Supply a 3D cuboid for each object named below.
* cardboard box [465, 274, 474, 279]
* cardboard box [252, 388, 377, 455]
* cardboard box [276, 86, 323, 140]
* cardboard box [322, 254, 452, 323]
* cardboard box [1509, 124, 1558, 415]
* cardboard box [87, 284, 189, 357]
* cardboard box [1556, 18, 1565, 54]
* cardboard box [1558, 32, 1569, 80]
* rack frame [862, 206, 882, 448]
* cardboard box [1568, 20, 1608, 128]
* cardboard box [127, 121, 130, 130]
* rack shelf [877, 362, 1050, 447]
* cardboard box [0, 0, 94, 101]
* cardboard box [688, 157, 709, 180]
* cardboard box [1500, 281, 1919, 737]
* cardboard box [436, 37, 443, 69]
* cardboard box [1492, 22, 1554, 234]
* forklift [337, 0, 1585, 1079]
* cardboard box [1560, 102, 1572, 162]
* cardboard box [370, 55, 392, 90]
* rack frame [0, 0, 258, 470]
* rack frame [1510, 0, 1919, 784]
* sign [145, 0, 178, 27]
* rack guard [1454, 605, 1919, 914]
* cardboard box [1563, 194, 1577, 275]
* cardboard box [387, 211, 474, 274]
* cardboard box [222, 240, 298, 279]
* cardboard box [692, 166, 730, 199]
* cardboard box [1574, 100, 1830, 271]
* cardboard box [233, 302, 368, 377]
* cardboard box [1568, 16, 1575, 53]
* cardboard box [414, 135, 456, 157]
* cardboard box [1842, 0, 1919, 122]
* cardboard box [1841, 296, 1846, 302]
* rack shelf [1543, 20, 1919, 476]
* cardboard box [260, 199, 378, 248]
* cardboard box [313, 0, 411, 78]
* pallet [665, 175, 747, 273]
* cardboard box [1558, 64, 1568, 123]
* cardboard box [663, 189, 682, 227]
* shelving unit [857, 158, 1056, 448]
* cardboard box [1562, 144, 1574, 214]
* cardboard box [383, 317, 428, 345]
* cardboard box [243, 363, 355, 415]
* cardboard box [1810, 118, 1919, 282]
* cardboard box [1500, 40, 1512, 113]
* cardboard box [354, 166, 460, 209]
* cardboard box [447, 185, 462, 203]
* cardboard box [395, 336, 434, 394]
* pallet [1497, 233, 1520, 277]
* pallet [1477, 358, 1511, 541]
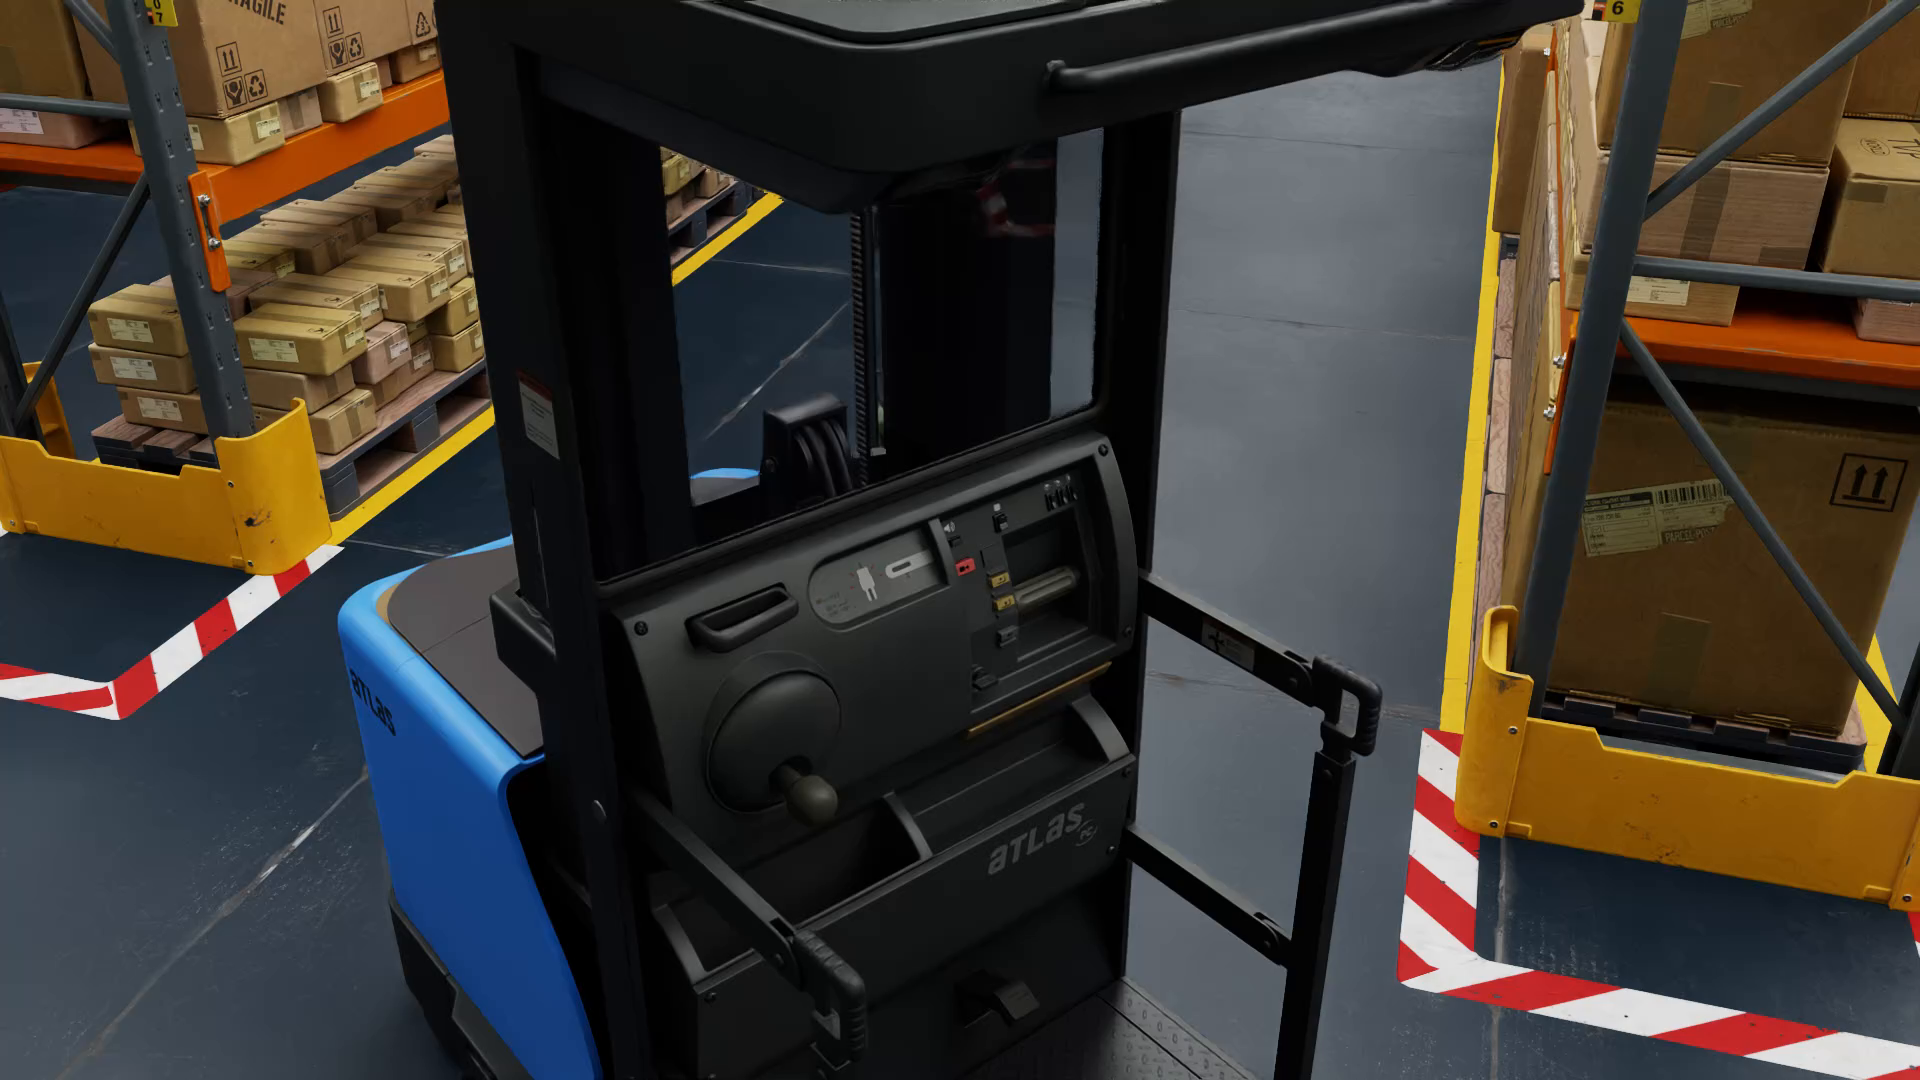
[{"bbox_3d":[-2.109,-1.072,6.786,0.380,0.149,0.250,7,30,12],"label":"cardboard box"},{"bbox_3d":[-2.336,-0.446,5.968,0.380,0.149,0.250,9,30,16],"label":"cardboard box"},{"bbox_3d":[-2.352,-1.429,5.492,0.380,0.149,0.250,10,30,17],"label":"cardboard box"},{"bbox_3d":[-2.155,-0.948,6.257,0.380,0.149,0.250,8,30,15],"label":"cardboard box"},{"bbox_3d":[2.556,-0.957,6.138,0.875,0.875,0.875,8,30,15],"label":"cardboard box"},{"bbox_3d":[-2.882,-0.791,5.975,0.380,0.149,0.250,9,30,15],"label":"cardboard box"},{"bbox_3d":[2.532,-1.971,6.466,0.380,0.149,0.250,9,30,17],"label":"cardboard box"},{"bbox_3d":[2.381,-1.729,6.032,0.380,0.149,0.250,8,30,14],"label":"cardboard box"},{"bbox_3d":[-0.105,-0.488,5.085,0.400,1.500,0.023,8,30,15],"label":"rack frame"},{"bbox_3d":[2.103,-1.356,4.950,0.500,0.250,0.500,7,30,13],"label":"cardboard box"},{"bbox_3d":[-2.861,-1.503,5.625,0.380,0.149,0.250,8,30,15],"label":"cardboard box"},{"bbox_3d":[0.002,-0.374,5.549,0.431,0.370,0.720,8,30,15],"label":"rack shelf"},{"bbox_3d":[-2.910,-1.730,5.366,0.500,0.500,0.500,9,30,16],"label":"cardboard box"},{"bbox_3d":[-1.478,-1.918,8.307,0.380,0.149,0.250,7,30,12],"label":"cardboard box"},{"bbox_3d":[2.028,-0.120,4.634,0.875,0.875,0.875,8,30,15],"label":"cardboard box"},{"bbox_3d":[-2.074,-1.920,6.374,0.380,0.149,0.250,8,30,14],"label":"cardboard box"},{"bbox_3d":[3.259,-1.970,7.960,1.225,0.875,0.875,9,30,15],"label":"cardboard box"},{"bbox_3d":[0.051,0.166,2.436,1.130,2.935,3.031,-22,36,-34],"label":"forklift"},{"bbox_3d":[2.080,-1.254,5.178,0.380,0.149,0.250,9,30,15],"label":"cardboard box"},{"bbox_3d":[-2.277,-1.687,5.955,0.380,0.149,0.250,10,31,17],"label":"cardboard box"},{"bbox_3d":[-2.796,-1.311,5.021,1.000,3.000,0.127,8,30,15],"label":"rack frame"},{"bbox_3d":[1.916,-0.556,3.664,1.000,3.000,0.127,8,30,15],"label":"rack frame"},{"bbox_3d":[-2.277,-1.612,4.672,0.100,0.325,0.005,8,30,15],"label":"sign"},{"bbox_3d":[1.909,0.547,4.252,1.175,0.500,0.348,8,30,15],"label":"rack guard"},{"bbox_3d":[1.781,-0.780,4.325,0.380,0.149,0.250,9,30,15],"label":"cardboard box"},{"bbox_3d":[-2.071,-1.202,6.714,0.380,0.149,0.250,10,31,17],"label":"cardboard box"},{"bbox_3d":[-2.799,-1.038,6.419,0.380,0.149,0.250,8,30,14],"label":"cardboard box"},{"bbox_3d":[-1.411,-1.877,8.539,0.380,0.149,0.250,9,30,16],"label":"cardboard box"},{"bbox_3d":[1.805,-0.884,4.101,0.500,0.250,0.500,8,30,14],"label":"cardboard box"},{"bbox_3d":[-2.317,-0.704,5.818,0.380,0.149,0.250,7,30,13],"label":"cardboard box"},{"bbox_3d":[2.405,-1.827,5.796,0.500,0.250,0.500,9,30,16],"label":"cardboard box"},{"bbox_3d":[-2.293,-1.762,7.720,0.380,0.149,0.250,9,30,16],"label":"cardboard box"},{"bbox_3d":[2.462,-1.365,4.196,0.500,0.500,0.500,8,30,14],"label":"cardboard box"},{"bbox_3d":[2.410,-0.684,4.152,0.380,0.149,0.250,8,30,14],"label":"cardboard box"},{"bbox_3d":[2.503,-1.171,5.510,1.077,0.370,4.000,8,30,15],"label":"rack shelf"},{"bbox_3d":[-2.637,-1.282,6.858,0.380,0.149,0.250,10,31,17],"label":"cardboard box"},{"bbox_3d":[-2.267,-1.906,5.682,0.500,0.500,0.500,9,30,15],"label":"cardboard box"},{"bbox_3d":[-1.785,-1.634,8.470,1.003,0.211,1.213,8,30,15],"label":"pallet"},{"bbox_3d":[2.229,-1.491,5.603,0.380,0.149,0.250,8,30,13],"label":"cardboard box"},{"bbox_3d":[-1.583,-1.636,8.106,0.380,0.149,0.250,7,30,13],"label":"cardboard box"},{"bbox_3d":[0.002,-0.659,5.391,0.431,1.500,0.755,8,30,15],"label":"shelving unit"},{"bbox_3d":[1.930,-1.013,4.744,0.380,0.149,0.250,9,30,16],"label":"cardboard box"},{"bbox_3d":[-2.275,-0.831,6.353,0.380,0.149,0.250,9,30,16],"label":"cardboard box"},{"bbox_3d":[-2.396,-0.586,5.912,0.380,0.149,0.250,10,31,17],"label":"cardboard box"},{"bbox_3d":[2.315,-0.805,3.960,0.500,0.250,0.500,8,30,14],"label":"cardboard box"},{"bbox_3d":[3.773,-2.798,9.448,1.225,0.875,0.875,9,30,15],"label":"cardboard box"},{"bbox_3d":[-2.404,-1.514,7.275,0.380,0.149,0.250,9,30,15],"label":"cardboard box"},{"bbox_3d":[-1.967,-1.449,7.157,0.380,0.149,0.250,9,30,15],"label":"cardboard box"},{"bbox_3d":[-2.271,-0.696,6.417,0.380,0.149,0.250,9,30,15],"label":"cardboard box"},{"bbox_3d":[3.245,-1.566,8.348,1.003,0.211,1.213,8,30,15],"label":"pallet"},{"bbox_3d":[2.436,-0.286,6.046,1.003,0.211,1.213,8,30,15],"label":"pallet"}]
